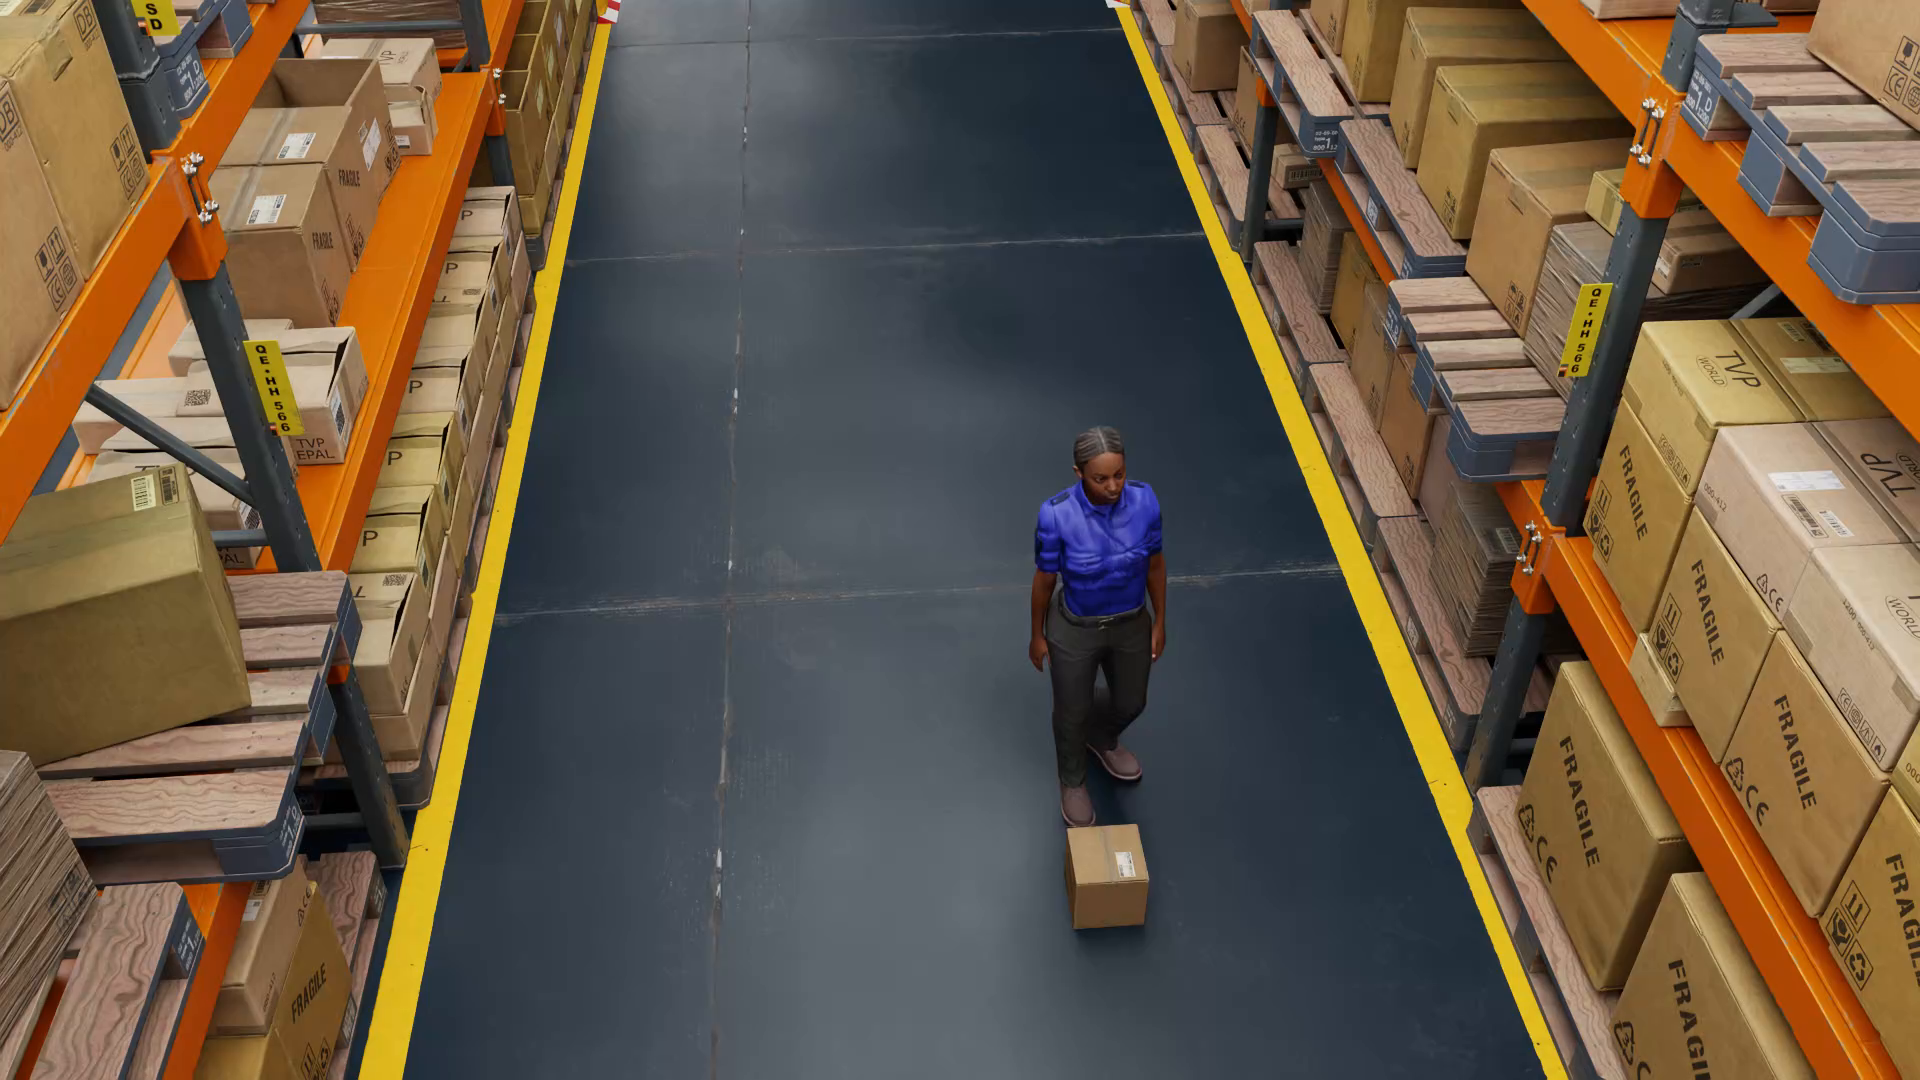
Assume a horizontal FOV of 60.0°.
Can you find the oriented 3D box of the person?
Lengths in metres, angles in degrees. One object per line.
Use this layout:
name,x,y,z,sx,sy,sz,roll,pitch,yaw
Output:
person,0.474,0.292,5.788,0.476,1.660,0.455,-10,40,-12
